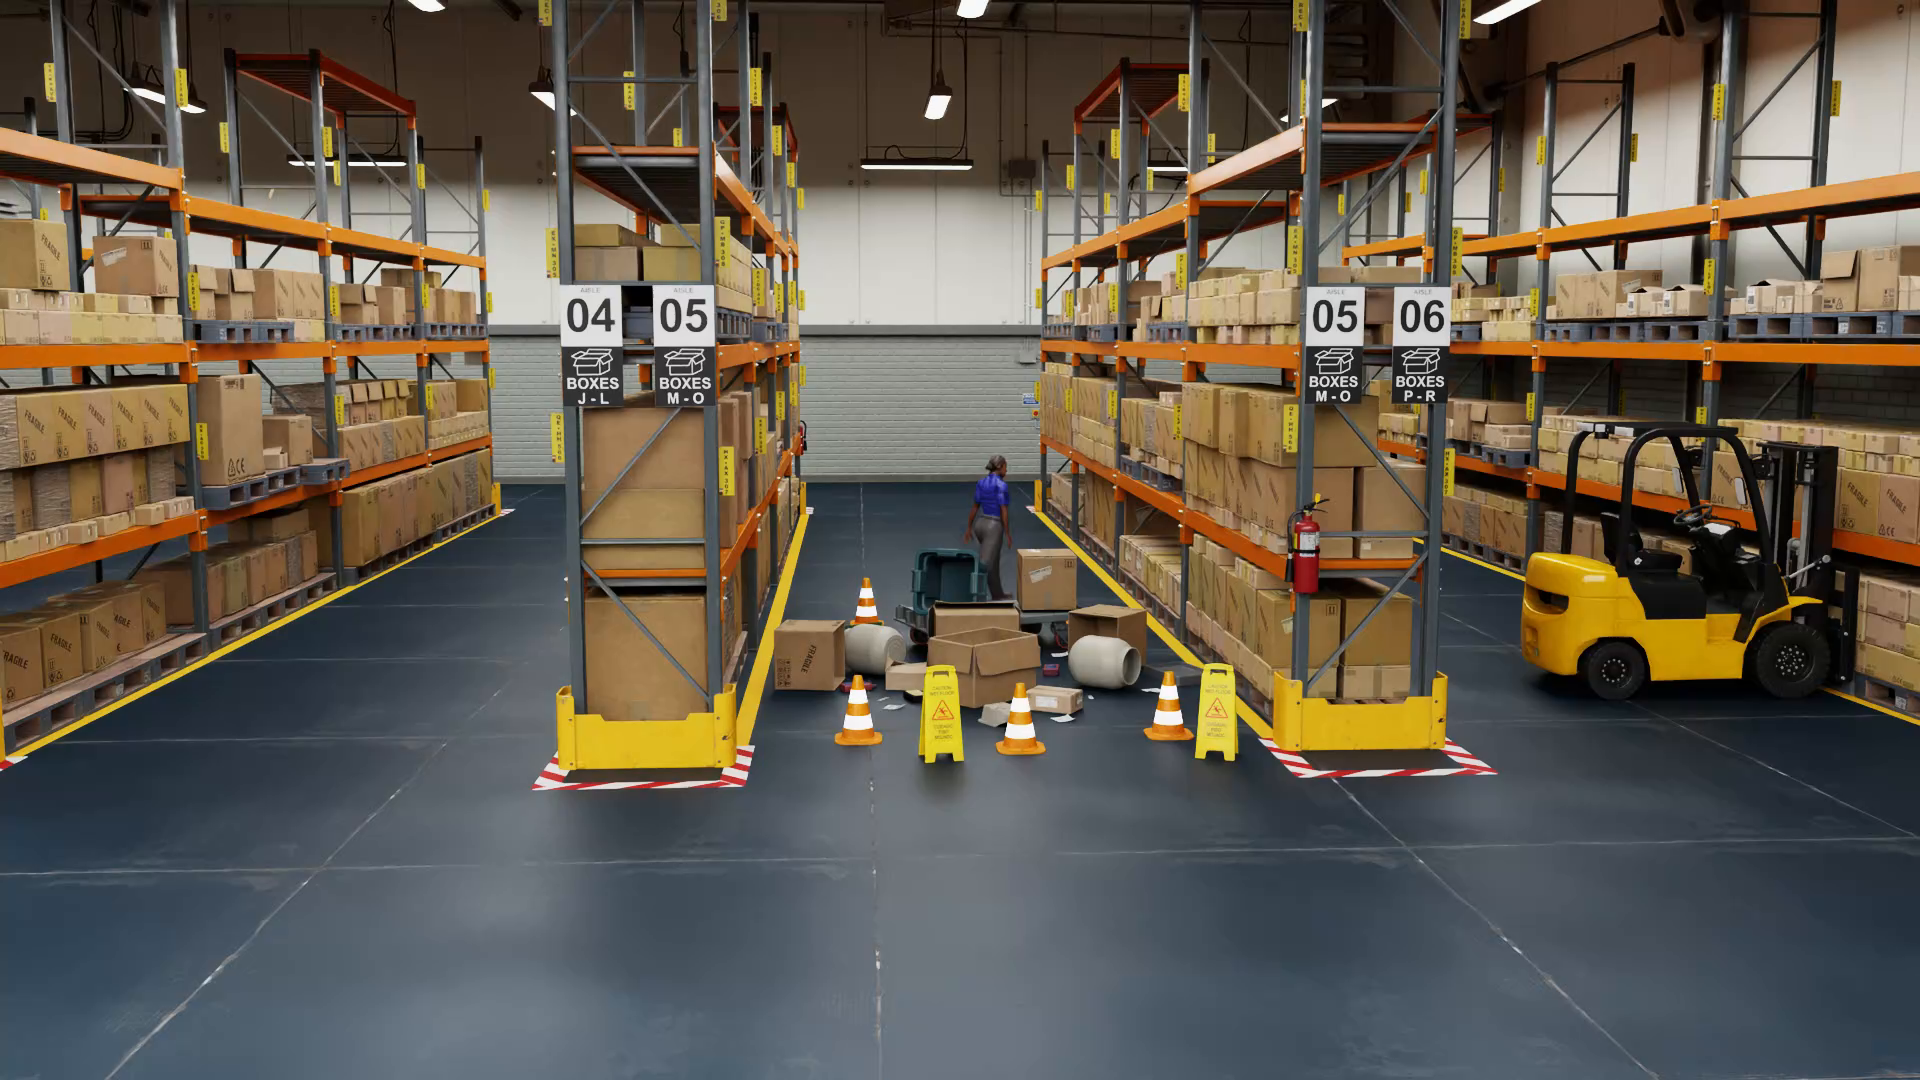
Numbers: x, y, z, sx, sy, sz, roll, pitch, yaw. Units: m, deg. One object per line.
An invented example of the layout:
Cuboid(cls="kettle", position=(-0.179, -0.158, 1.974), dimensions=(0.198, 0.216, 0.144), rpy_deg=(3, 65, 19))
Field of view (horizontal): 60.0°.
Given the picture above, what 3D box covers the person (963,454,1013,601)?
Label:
Cuboid(cls="person", position=(0.326, -0.100, 17.641), dimensions=(0.914, 1.613, 0.543), rpy_deg=(-5, 9, -36))
